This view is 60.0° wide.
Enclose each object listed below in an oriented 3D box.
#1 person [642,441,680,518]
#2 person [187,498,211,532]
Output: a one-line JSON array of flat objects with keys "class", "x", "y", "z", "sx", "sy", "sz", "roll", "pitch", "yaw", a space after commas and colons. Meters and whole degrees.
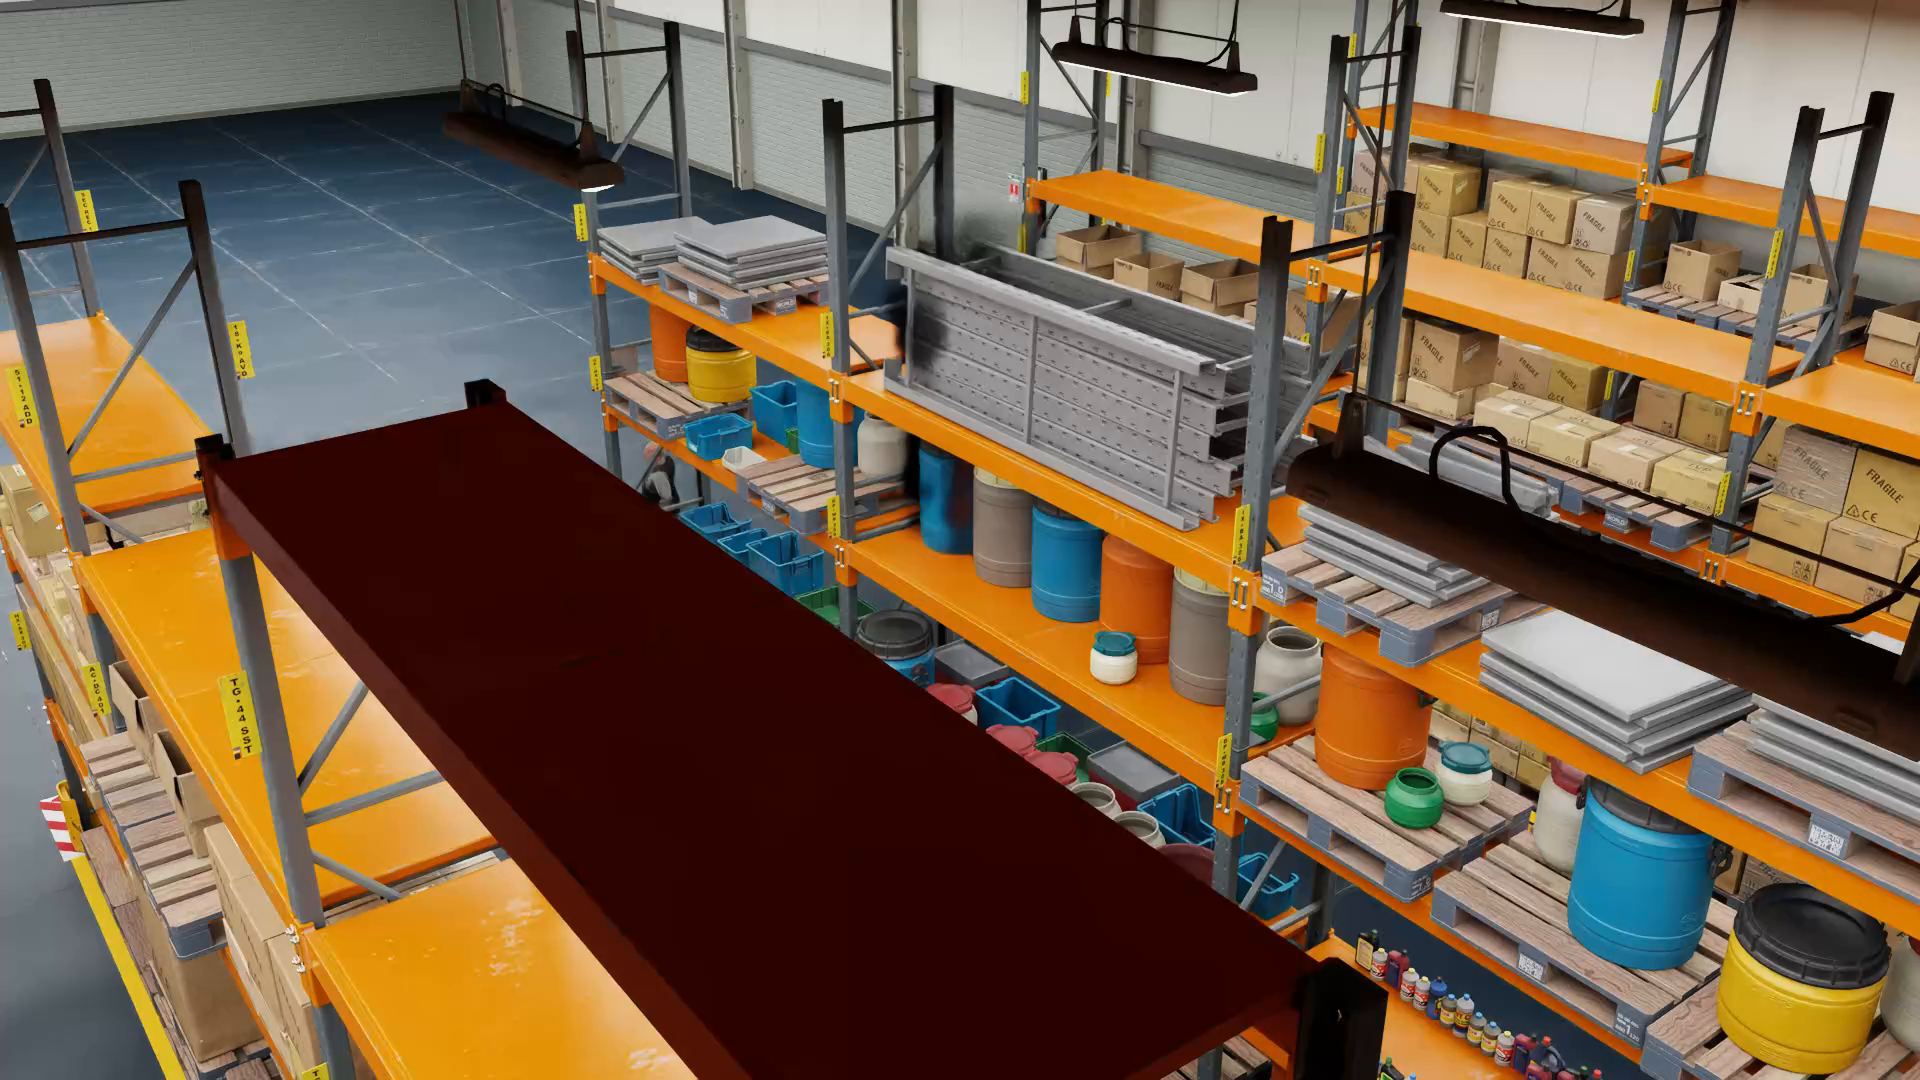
[{"class": "person", "x": -3.123, "y": -0.284, "z": 17.573, "sx": 0.857, "sy": 1.691, "sz": 0.748, "roll": 0, "pitch": 25, "yaw": 1}, {"class": "person", "x": -7.781, "y": -0.046, "z": 17.098, "sx": 0.698, "sy": 1.696, "sz": 0.548, "roll": -3, "pitch": 25, "yaw": -7}]
